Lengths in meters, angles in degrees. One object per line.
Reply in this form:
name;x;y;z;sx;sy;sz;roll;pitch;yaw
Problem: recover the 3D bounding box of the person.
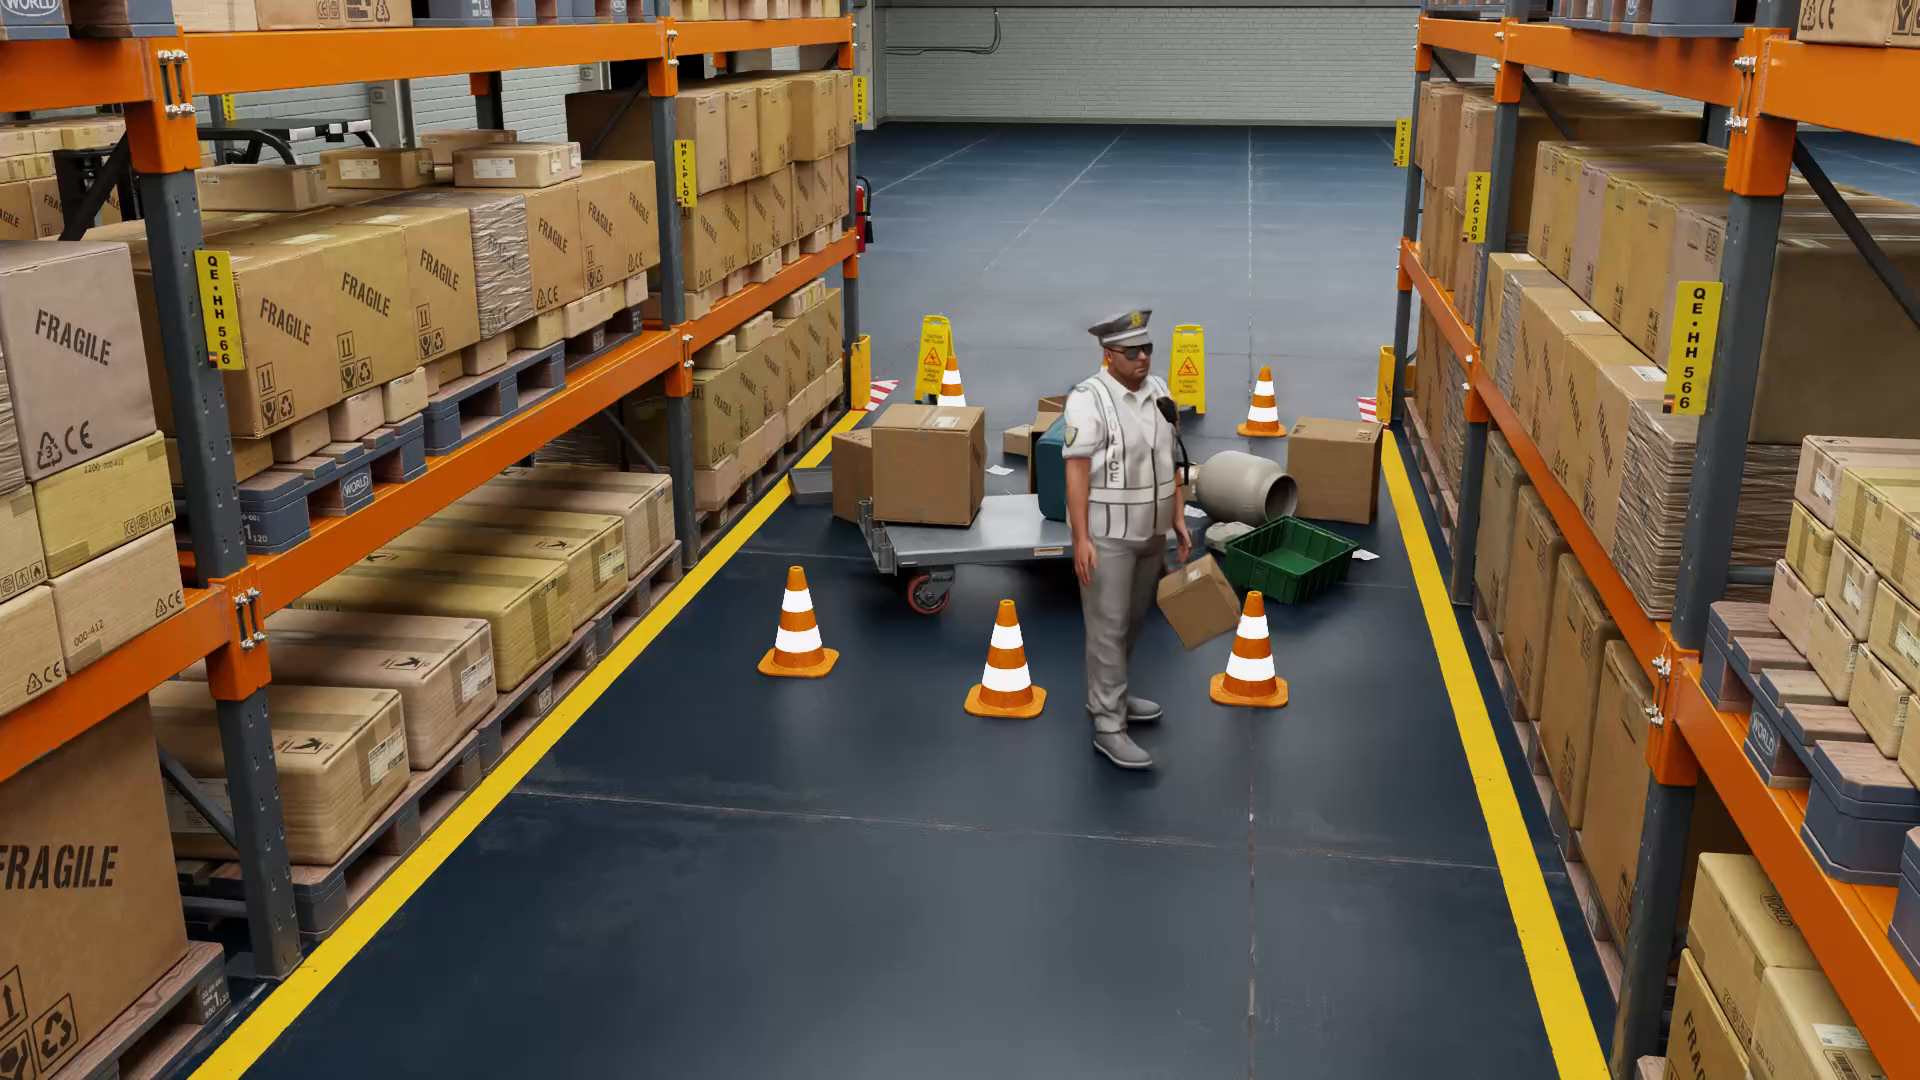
person;0.613;-0.008;6.548;0.658;1.753;0.644;-9;20;-25
